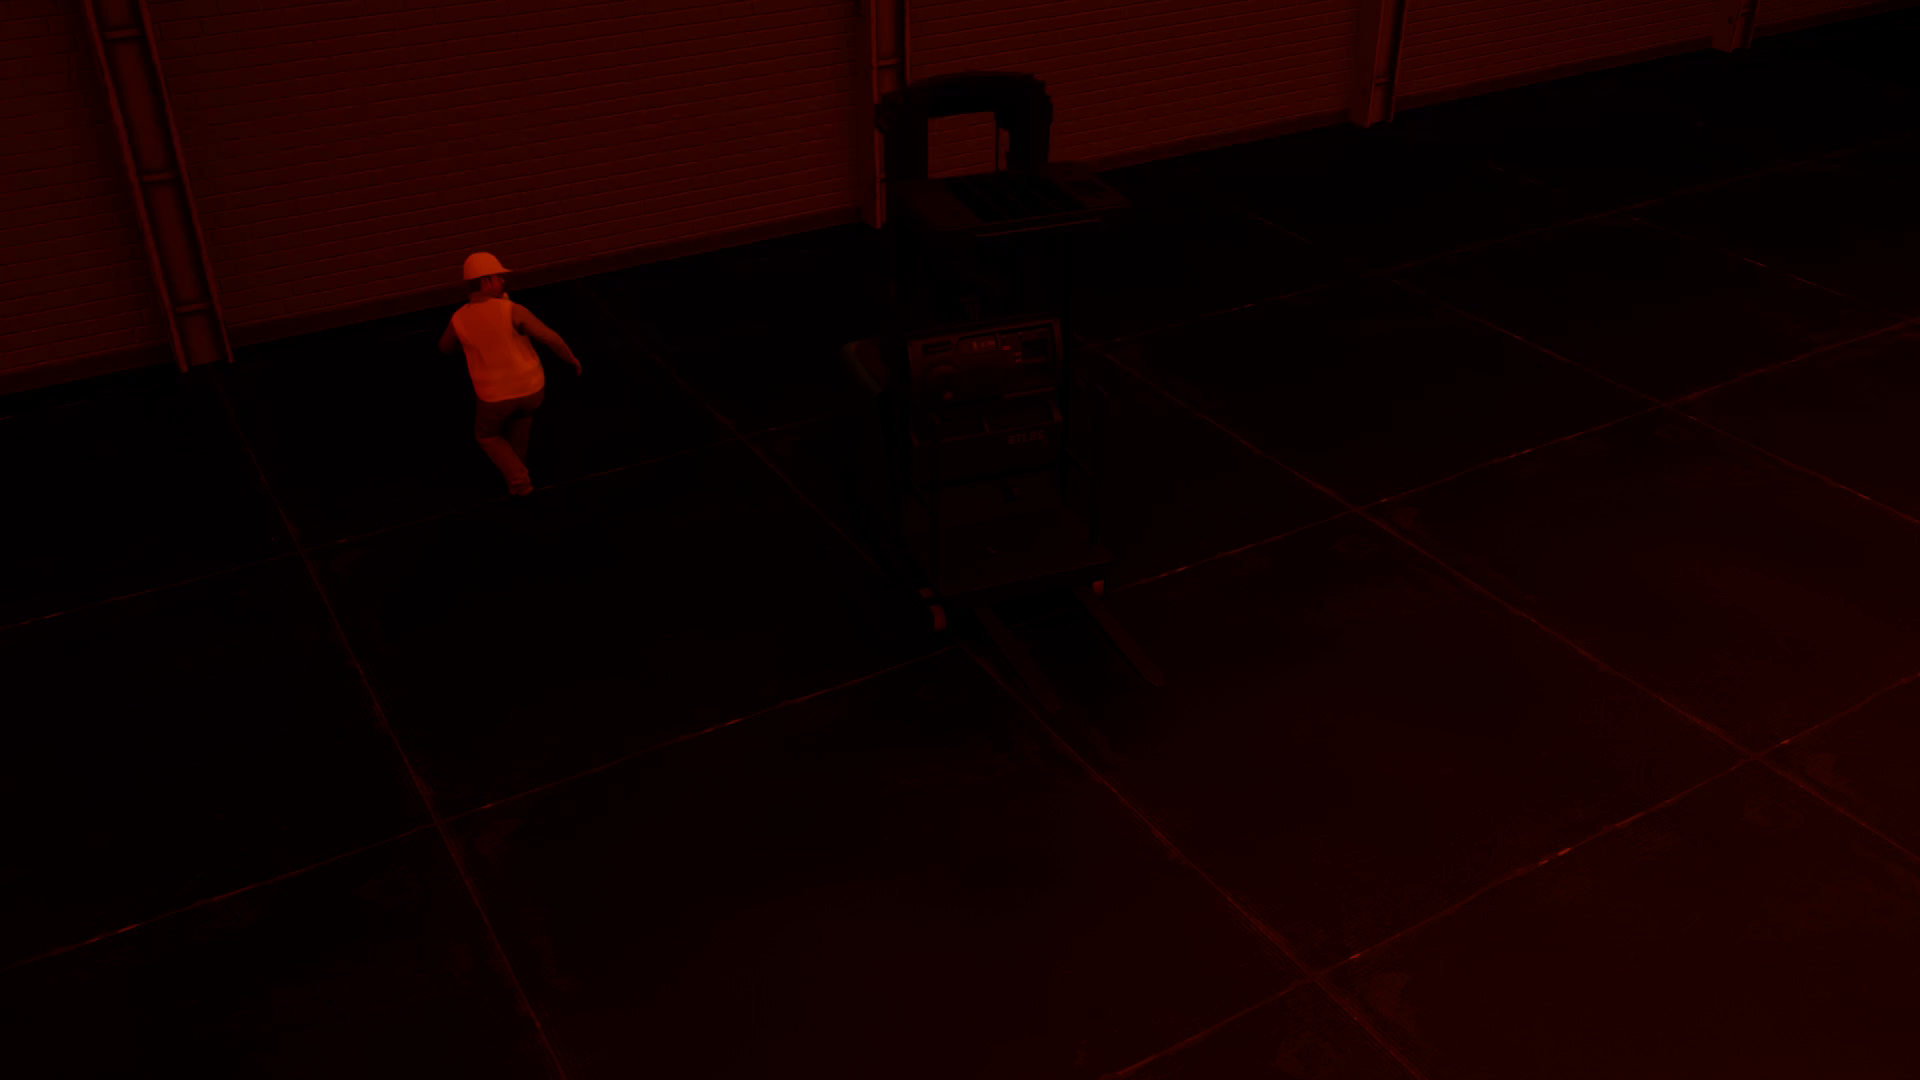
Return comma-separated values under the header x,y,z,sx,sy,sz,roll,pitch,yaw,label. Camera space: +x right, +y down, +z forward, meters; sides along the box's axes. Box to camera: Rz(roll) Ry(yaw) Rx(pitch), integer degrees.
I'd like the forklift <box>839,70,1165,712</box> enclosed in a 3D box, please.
x,y,z,sx,sy,sz,roll,pitch,yaw,label
0.225,-0.966,9.260,1.130,2.935,3.031,-11,33,-18,forklift

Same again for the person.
x,y,z,sx,sy,sz,roll,pitch,yaw,label
-2.883,-1.086,10.723,0.856,1.642,0.815,-10,32,-16,person
